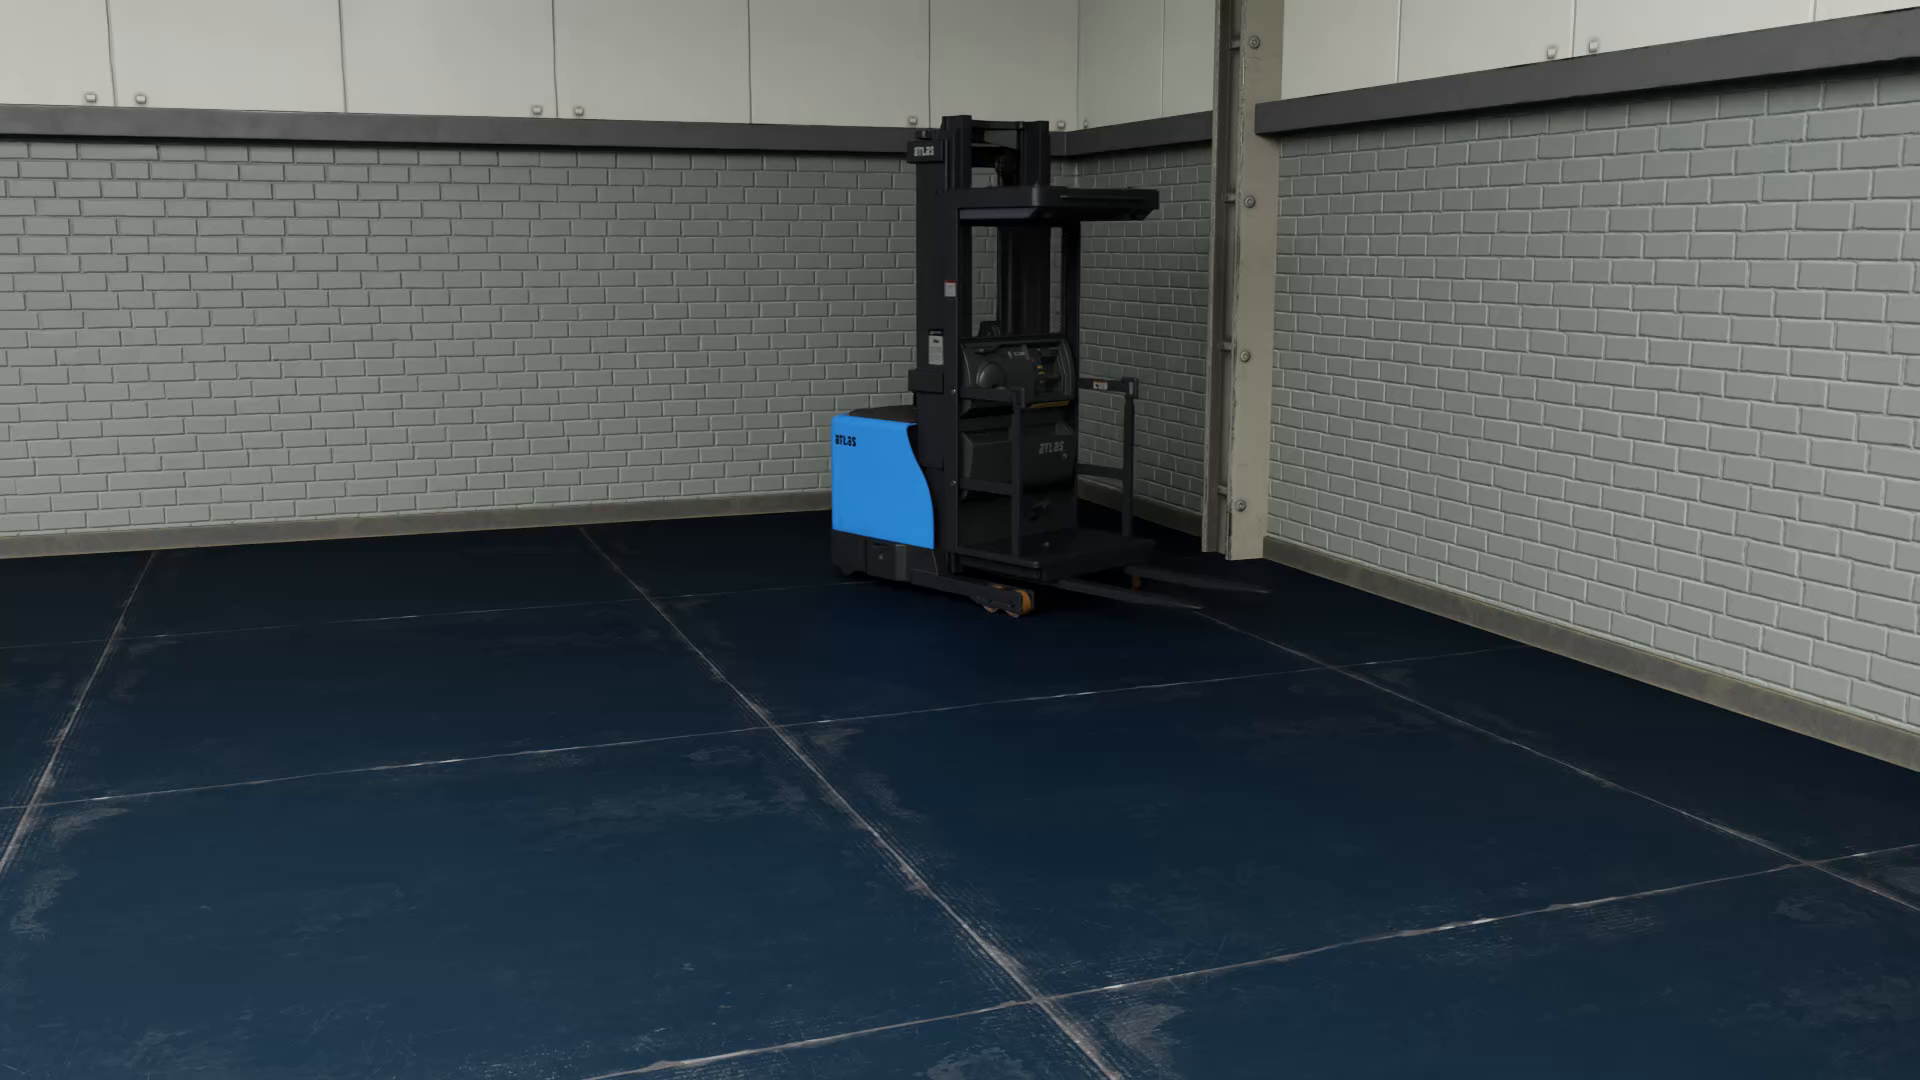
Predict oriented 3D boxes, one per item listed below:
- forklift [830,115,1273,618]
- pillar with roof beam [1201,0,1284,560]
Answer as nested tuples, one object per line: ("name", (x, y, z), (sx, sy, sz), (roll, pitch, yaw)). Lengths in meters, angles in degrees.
("forklift", (0.511, -1.084, 10.147), (1.130, 2.935, 3.031), (-9, 14, -43))
("pillar with roof beam", (-2.061, -4.057, 9.532), (9.100, 9.000, 0.400), (-4, 11, -21))
